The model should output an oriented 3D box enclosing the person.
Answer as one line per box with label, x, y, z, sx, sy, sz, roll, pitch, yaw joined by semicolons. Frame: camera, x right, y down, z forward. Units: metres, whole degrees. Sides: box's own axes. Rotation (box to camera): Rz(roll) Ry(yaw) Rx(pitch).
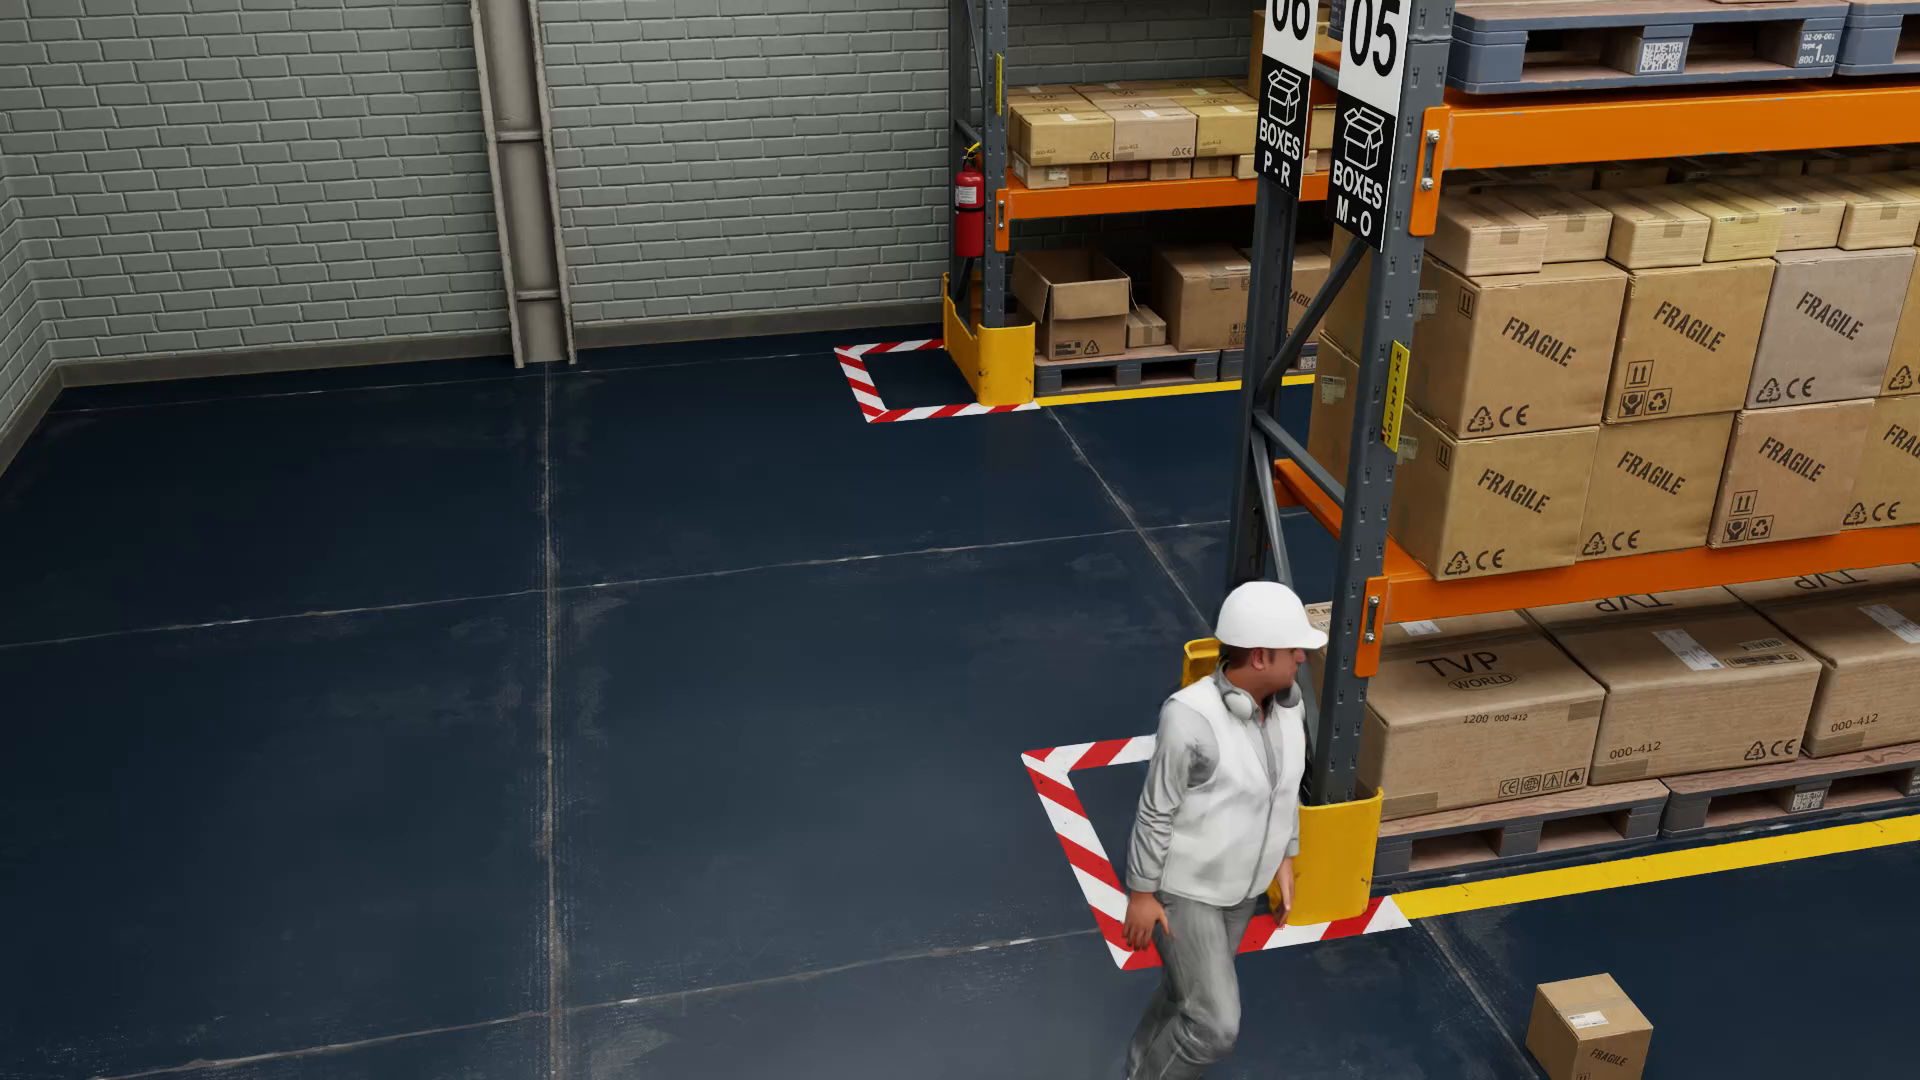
person;0.710;0.959;4.648;0.665;1.757;0.477;-19;32;-32
